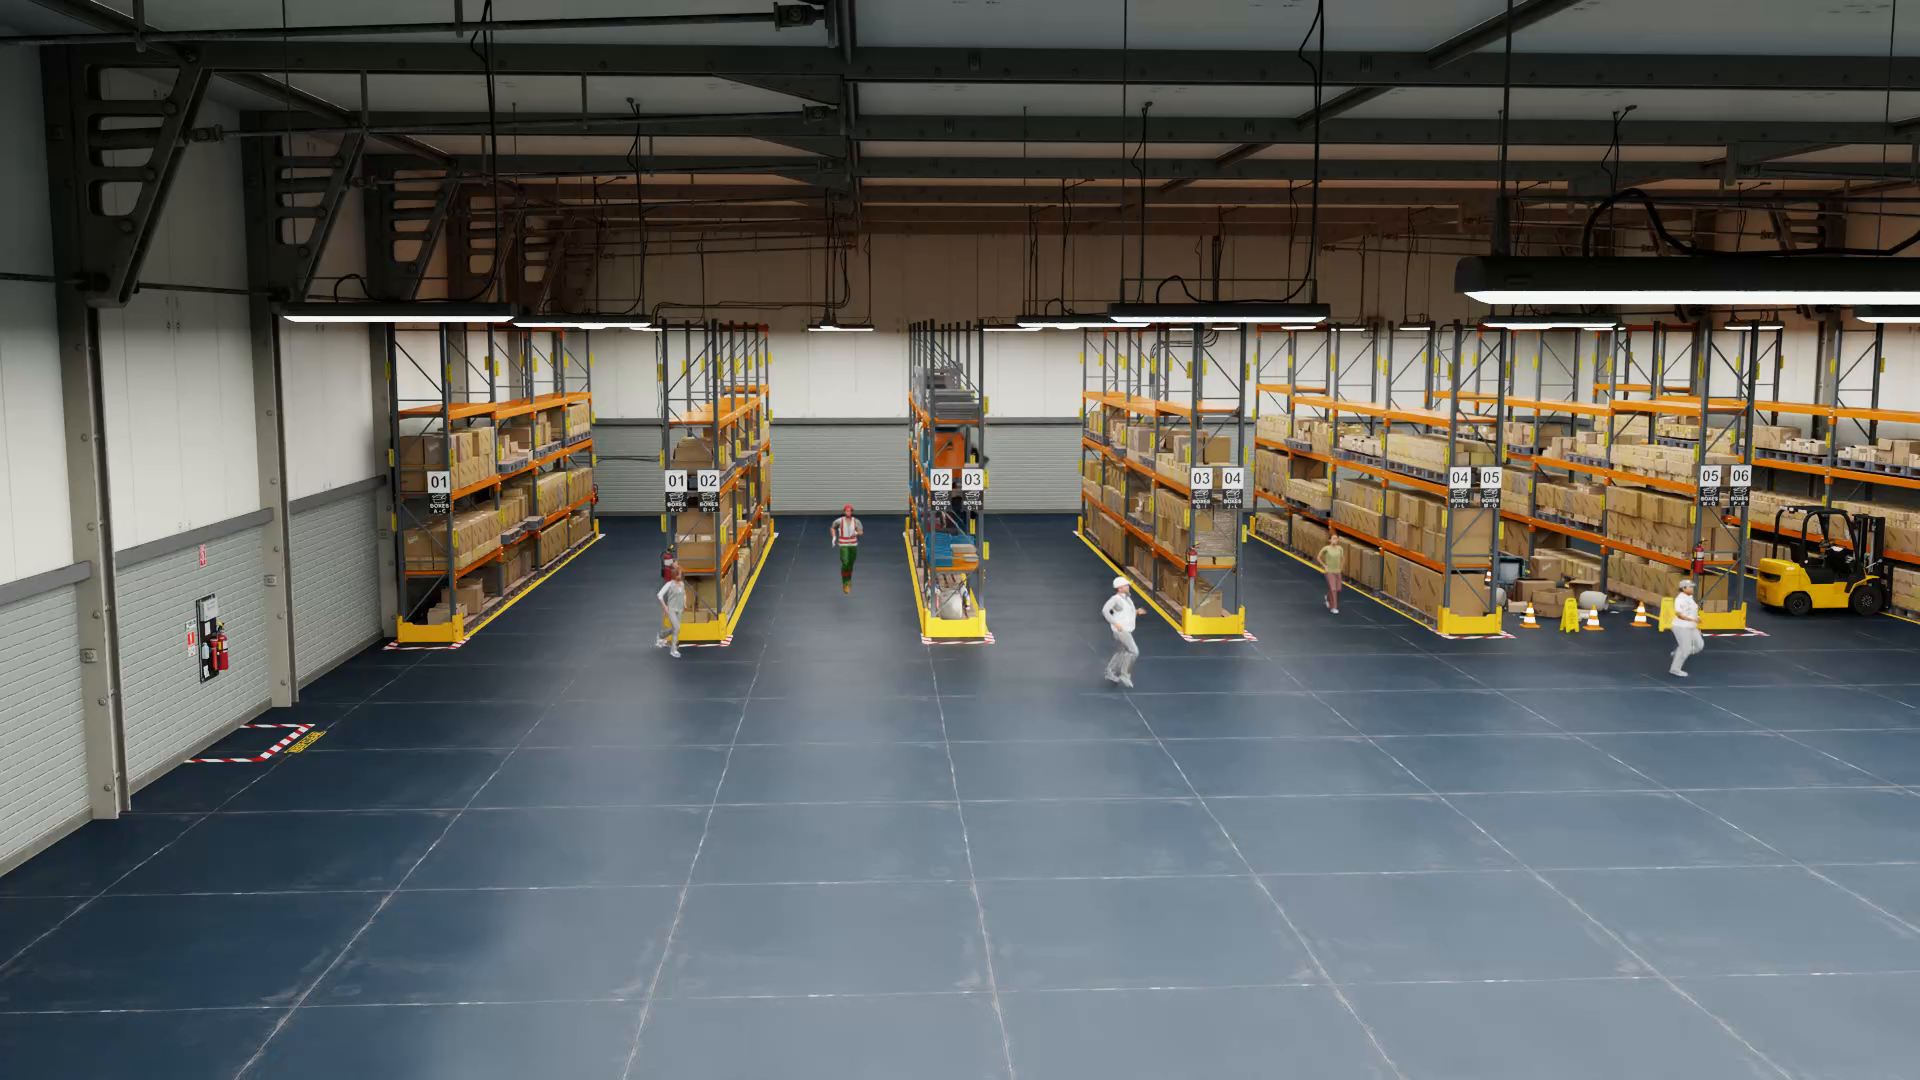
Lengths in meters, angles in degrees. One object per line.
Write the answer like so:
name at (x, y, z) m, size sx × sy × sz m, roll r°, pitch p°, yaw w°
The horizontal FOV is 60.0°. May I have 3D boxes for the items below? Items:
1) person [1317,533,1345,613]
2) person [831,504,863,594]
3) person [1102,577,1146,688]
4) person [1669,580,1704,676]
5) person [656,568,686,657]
person at (7.689, 0.669, 34.372) m, size 0.605 × 1.639 × 0.676 m, roll -2°, pitch 7°, yaw -12°
person at (-2.383, 0.186, 35.444) m, size 0.642 × 1.890 × 0.736 m, roll -2°, pitch 7°, yaw -19°
person at (2.678, 1.507, 27.142) m, size 0.710 × 1.820 × 0.636 m, roll 3°, pitch 8°, yaw 22°
person at (12.239, 1.476, 27.960) m, size 0.524 × 1.628 × 0.601 m, roll 6°, pitch 9°, yaw 42°
person at (-5.164, 1.281, 29.896) m, size 0.703 × 1.557 × 0.582 m, roll 5°, pitch 9°, yaw 37°
